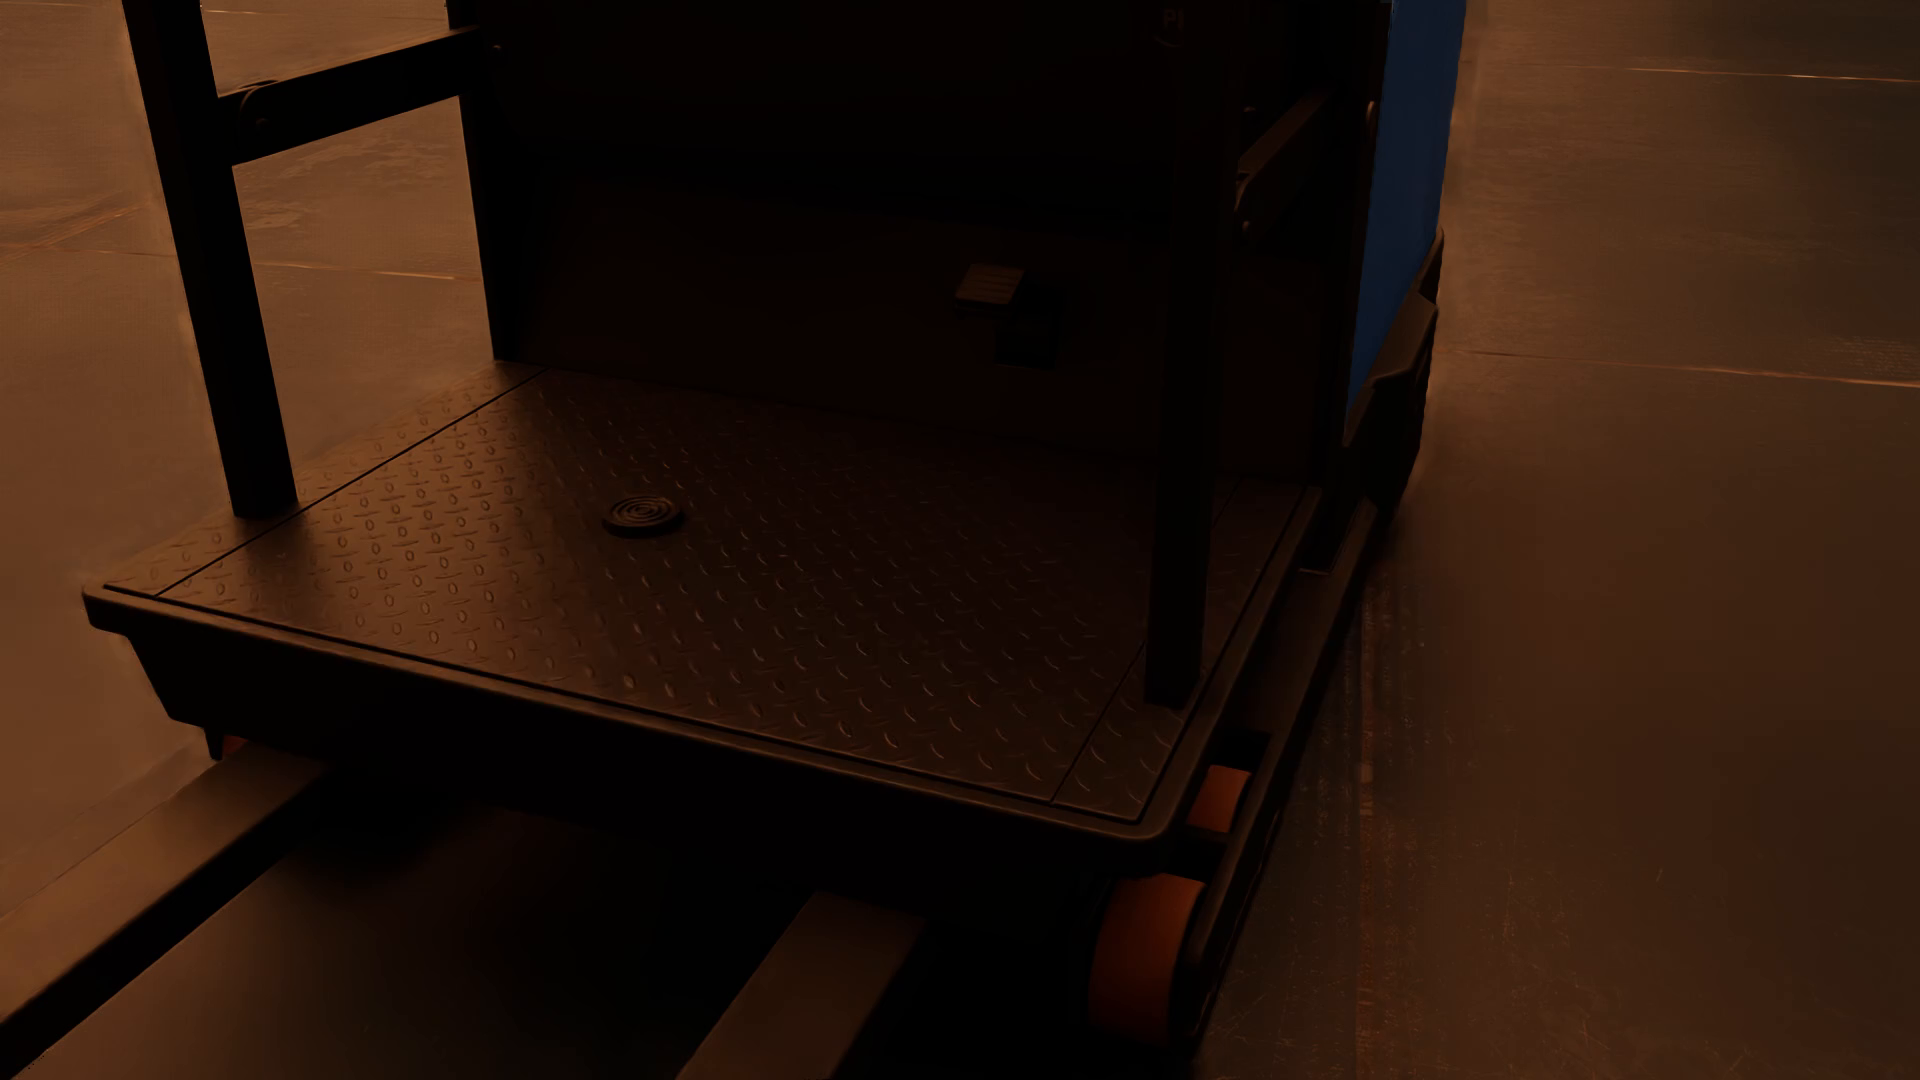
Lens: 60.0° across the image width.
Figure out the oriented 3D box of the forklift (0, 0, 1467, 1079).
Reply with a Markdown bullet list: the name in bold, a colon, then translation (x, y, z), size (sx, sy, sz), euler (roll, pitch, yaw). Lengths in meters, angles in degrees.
- **forklift**: translation (-0.180, -1.049, 1.324), size (1.130, 2.935, 3.031), euler (10, 28, 19)
